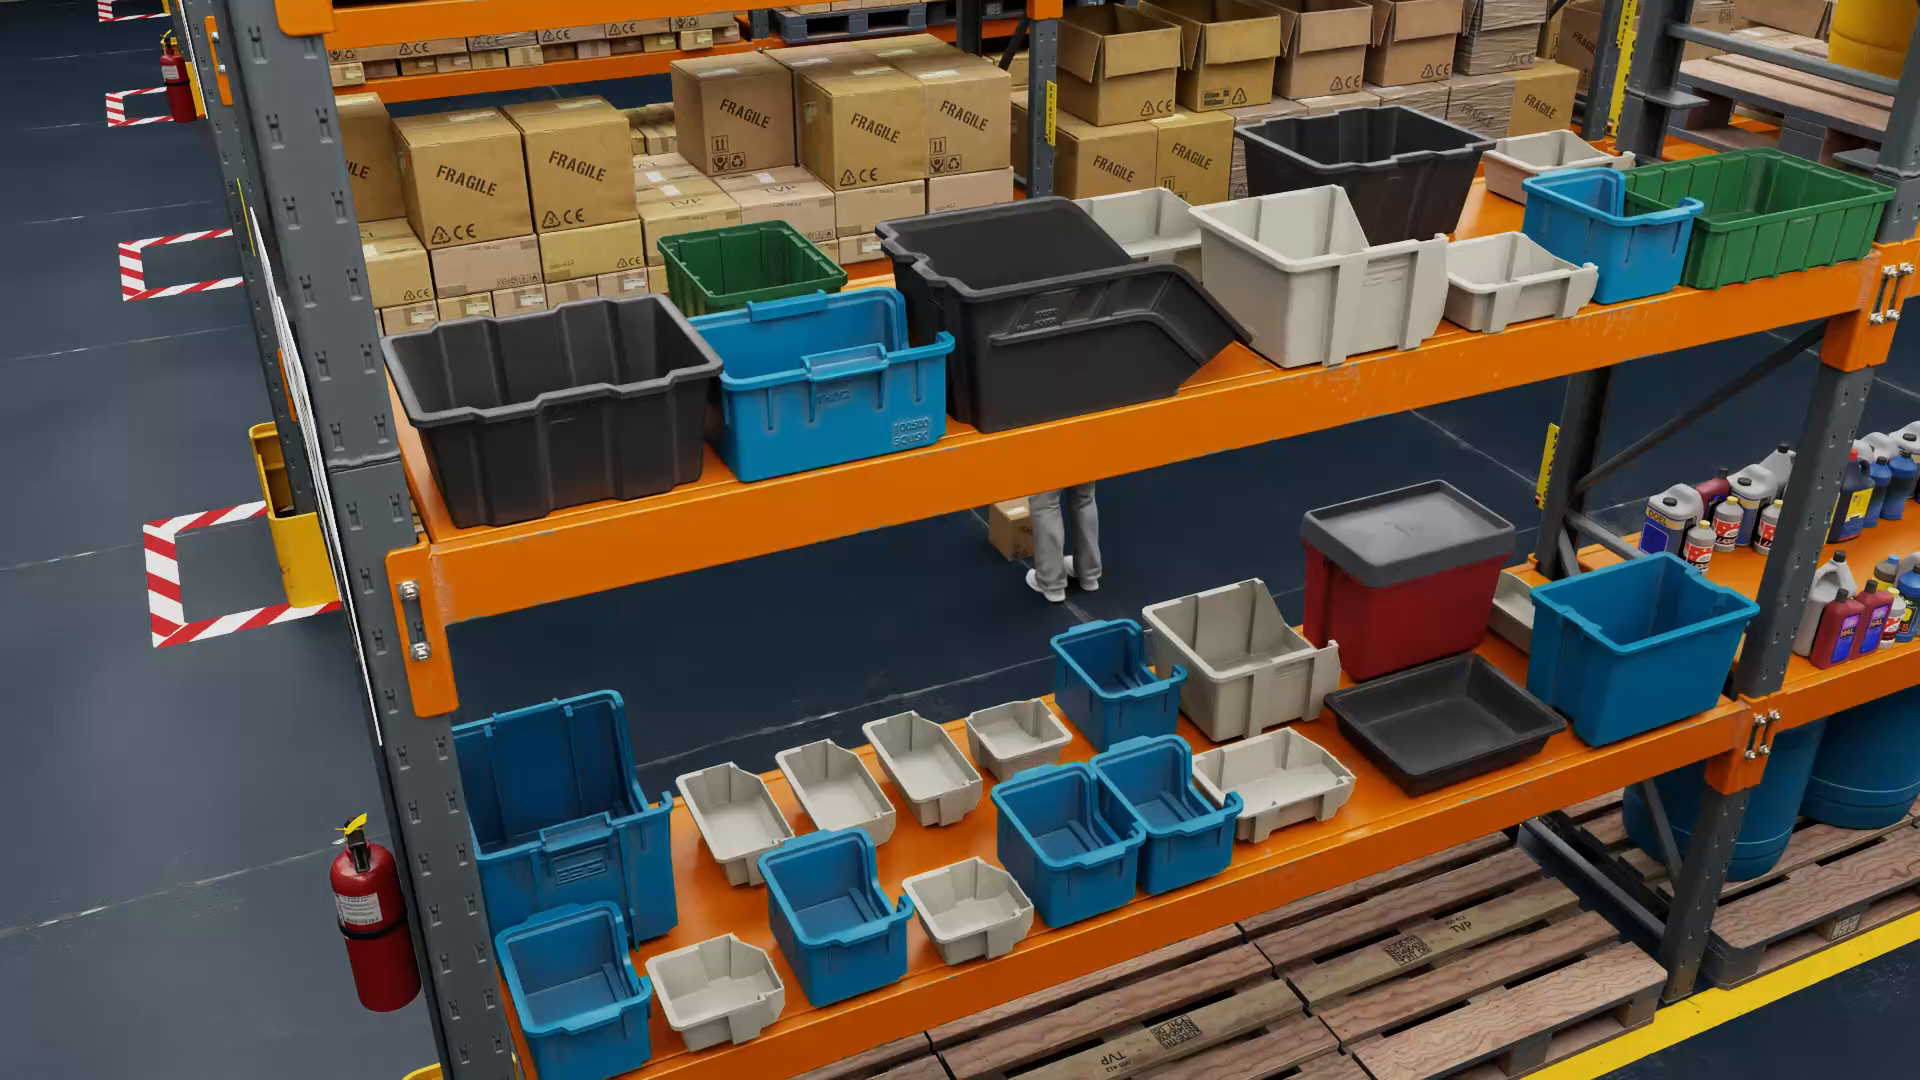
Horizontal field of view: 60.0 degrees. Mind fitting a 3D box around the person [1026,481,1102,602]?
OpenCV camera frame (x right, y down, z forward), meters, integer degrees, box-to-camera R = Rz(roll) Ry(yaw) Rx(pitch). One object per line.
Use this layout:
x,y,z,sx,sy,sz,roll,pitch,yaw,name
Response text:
0.509,-0.487,8.002,0.437,1.672,0.372,-12,32,-21,person
